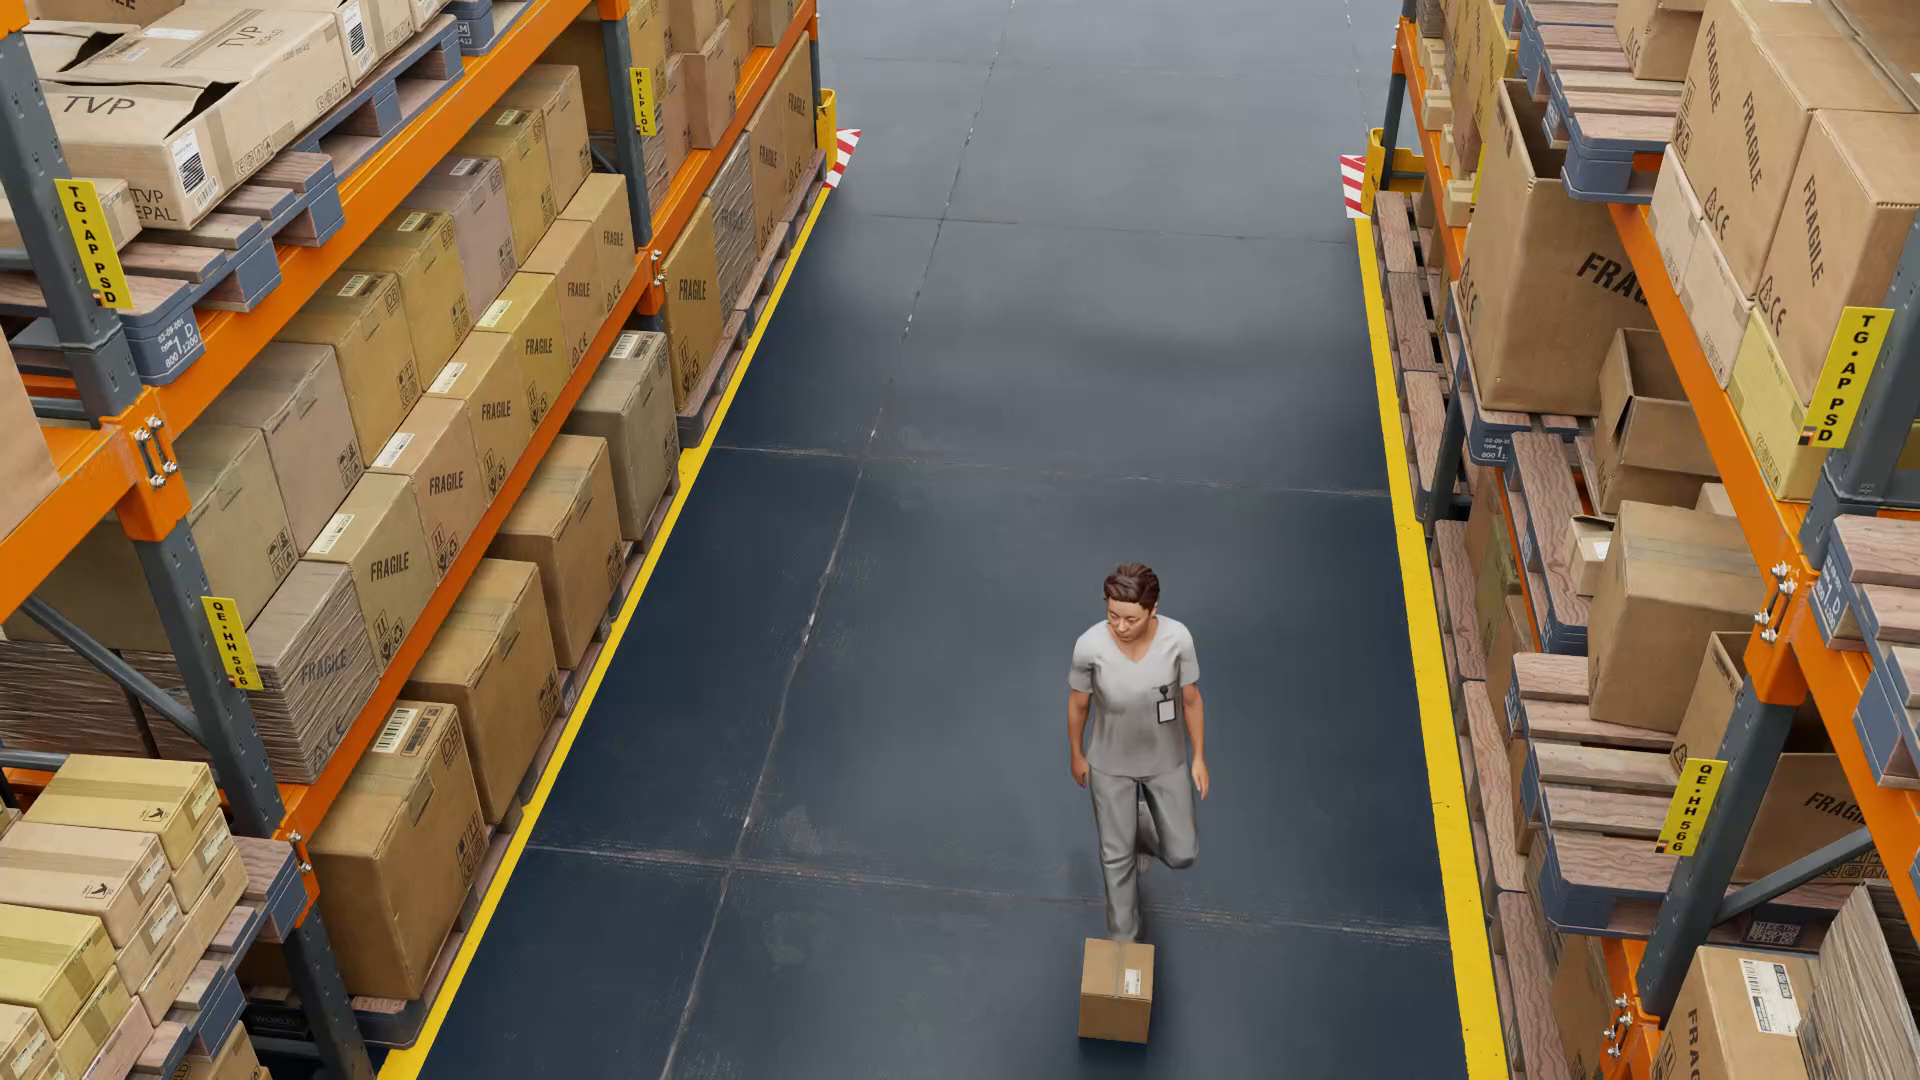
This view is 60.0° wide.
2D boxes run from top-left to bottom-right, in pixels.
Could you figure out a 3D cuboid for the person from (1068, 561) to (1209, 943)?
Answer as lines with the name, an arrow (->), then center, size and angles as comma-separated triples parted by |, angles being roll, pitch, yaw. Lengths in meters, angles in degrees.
person -> 0.636, 0.815, 5.922 | 0.506, 1.657, 0.692 | -1, 36, -2
